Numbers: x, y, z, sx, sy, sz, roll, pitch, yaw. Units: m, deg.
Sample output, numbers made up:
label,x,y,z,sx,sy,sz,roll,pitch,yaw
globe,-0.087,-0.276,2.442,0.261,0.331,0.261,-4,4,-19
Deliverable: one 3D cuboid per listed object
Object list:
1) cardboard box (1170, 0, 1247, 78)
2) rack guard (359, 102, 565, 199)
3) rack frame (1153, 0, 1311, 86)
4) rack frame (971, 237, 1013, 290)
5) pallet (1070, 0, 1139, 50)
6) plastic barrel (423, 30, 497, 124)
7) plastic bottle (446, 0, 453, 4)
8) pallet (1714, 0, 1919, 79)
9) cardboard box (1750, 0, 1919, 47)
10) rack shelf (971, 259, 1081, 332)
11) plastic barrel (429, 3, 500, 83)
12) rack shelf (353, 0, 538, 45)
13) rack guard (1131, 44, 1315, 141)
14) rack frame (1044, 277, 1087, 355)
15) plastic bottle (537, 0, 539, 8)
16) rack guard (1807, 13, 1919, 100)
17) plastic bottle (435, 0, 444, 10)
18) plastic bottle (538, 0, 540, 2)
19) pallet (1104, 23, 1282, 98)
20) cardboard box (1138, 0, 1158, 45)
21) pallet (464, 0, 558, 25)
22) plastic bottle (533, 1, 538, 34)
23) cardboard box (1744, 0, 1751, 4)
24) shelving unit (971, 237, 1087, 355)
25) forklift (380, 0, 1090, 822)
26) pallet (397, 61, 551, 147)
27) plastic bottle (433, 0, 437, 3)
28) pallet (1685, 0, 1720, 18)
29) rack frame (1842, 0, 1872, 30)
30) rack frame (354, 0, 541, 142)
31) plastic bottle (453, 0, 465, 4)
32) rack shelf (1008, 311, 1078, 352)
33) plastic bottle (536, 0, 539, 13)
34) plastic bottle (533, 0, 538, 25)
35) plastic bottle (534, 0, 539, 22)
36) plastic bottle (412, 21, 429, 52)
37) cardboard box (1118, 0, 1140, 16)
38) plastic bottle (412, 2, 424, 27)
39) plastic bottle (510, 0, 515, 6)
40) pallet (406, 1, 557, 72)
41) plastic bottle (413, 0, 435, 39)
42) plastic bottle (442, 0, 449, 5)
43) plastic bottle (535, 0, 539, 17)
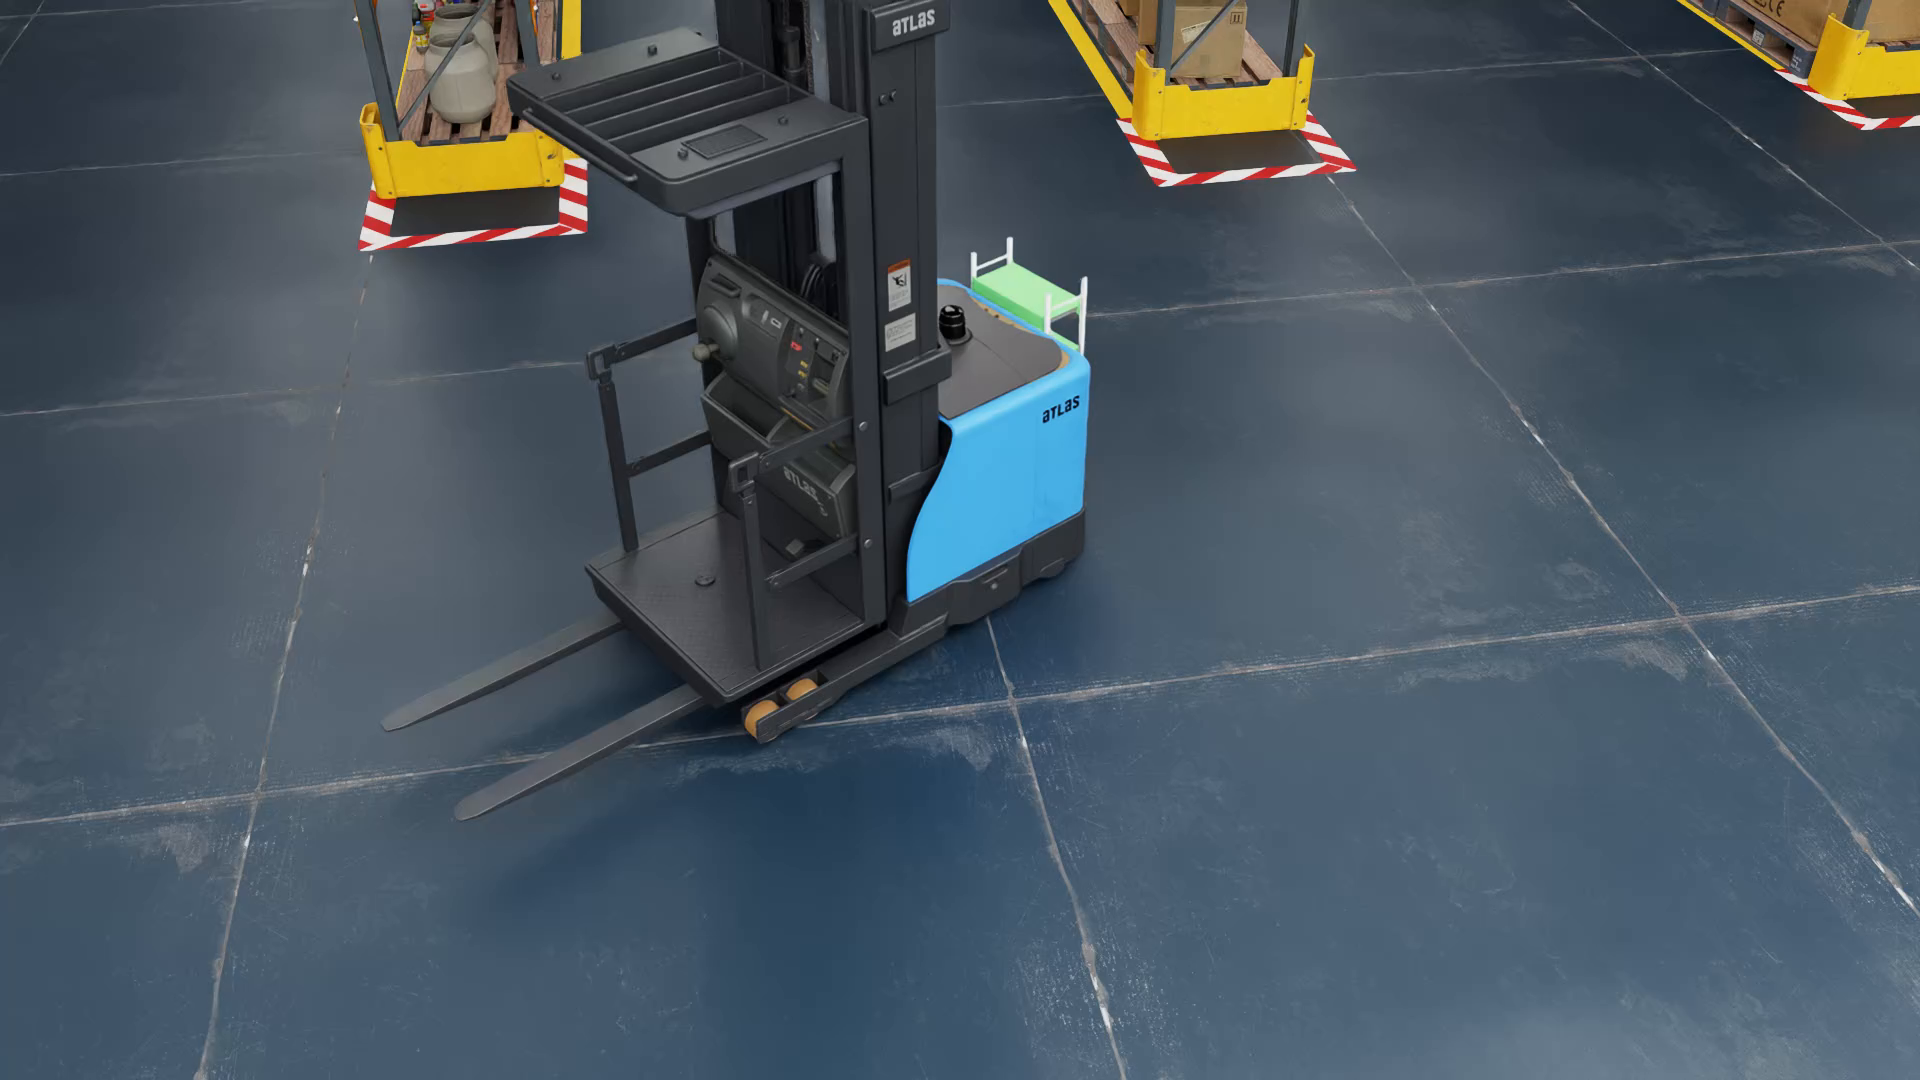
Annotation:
label,x,y,z,sx,sy,sz,roll,pitch,yaw
cardboard box,1.694,-3.552,11.572,0.500,0.500,0.500,0,38,1
rack guard,-3.149,-2.515,10.580,1.175,0.500,0.348,-6,38,-8
rack frame,1.787,-3.994,10.446,1.000,3.000,0.127,-6,38,-8
rack frame,0.144,-0.854,7.871,0.240,1.200,0.015,-28,46,-31
pallet,1.456,-4.169,12.944,1.003,0.211,1.213,-6,38,-8
plastic barrel,-3.280,-3.034,10.896,0.421,0.512,0.421,0,38,0
plastic bottle,-3.806,-3.970,12.338,0.097,0.201,0.097,0,38,0
pallet,6.471,-3.840,12.521,1.003,0.211,1.213,-6,38,-8
cardboard box,6.504,-4.196,12.096,0.875,0.875,0.875,-6,38,-8
rack shelf,0.303,-1.069,7.470,0.258,0.148,0.480,-28,46,-31
plastic barrel,-3.368,-3.337,11.286,0.421,0.512,0.421,0,38,0
rack shelf,-3.440,-4.386,11.536,1.077,0.370,4.000,-6,38,-8
rack guard,1.774,-3.053,11.272,1.175,0.500,0.348,-6,38,-8
rack frame,0.462,-0.627,7.579,0.240,1.200,0.015,-28,46,-31
plastic bottle,-3.231,-4.110,12.518,0.097,0.201,0.097,0,38,0
rack guard,6.692,-3.465,11.803,1.175,0.500,0.348,-6,38,-8
plastic bottle,-3.755,-3.792,12.041,0.061,0.283,0.133,-6,38,-8
plastic bottle,-3.279,-4.208,12.583,0.152,0.276,0.135,-6,38,-7
pallet,1.666,-3.434,11.998,1.003,0.211,1.213,-6,38,-8
cardboard box,1.556,-3.909,12.032,0.500,0.500,0.500,3,38,4
pallet,-3.714,-4.366,13.198,1.003,0.211,1.213,-6,38,-8
plastic bottle,-3.122,-3.830,12.090,0.061,0.283,0.133,-6,38,-7
cardboard box,6.348,-4.727,12.779,0.875,0.875,0.875,-7,38,-9
shelving unit,0.303,-0.740,7.725,0.258,1.200,0.503,-28,46,-31
forklift,-0.887,-0.711,6.276,3.031,2.935,1.130,-27,45,-31
pallet,-3.286,-2.893,11.301,1.003,0.211,1.213,-6,38,-8
plastic bottle,-3.884,-3.861,12.136,0.152,0.276,0.135,-7,38,-9
pallet,6.260,-4.575,13.467,1.003,0.211,1.213,-6,38,-8
rack frame,6.688,-4.467,11.055,1.000,3.000,0.127,-6,38,-8
rack frame,-3.089,-3.462,9.761,1.000,3.000,0.127,-6,38,-8
plastic bottle,-3.808,-4.104,12.449,0.152,0.276,0.135,-6,38,-8
rack shelf,0.303,-0.879,7.617,0.258,0.148,0.480,-28,46,-31
plastic bottle,-3.213,-4.076,12.417,0.097,0.271,0.097,0,38,0
plastic bottle,-3.160,-3.894,12.182,0.097,0.271,0.097,0,38,0
plastic bottle,-3.178,-3.954,12.260,0.097,0.271,0.097,0,38,0
plastic bottle,-3.843,-3.592,11.851,0.097,0.201,0.097,0,38,0
cardboard box,1.465,-4.290,12.522,0.500,0.500,0.500,-3,38,-4
plastic bottle,-3.881,-3.693,11.915,0.061,0.283,0.133,-5,38,-7
plastic bottle,-3.384,-4.199,12.566,0.061,0.283,0.133,-6,38,-8
pallet,-3.496,-3.628,12.248,1.003,0.211,1.213,-6,38,-8
plastic bottle,-3.860,-3.777,12.028,0.152,0.276,0.135,-6,38,-8
plastic bottle,-3.765,-3.856,12.191,0.097,0.201,0.097,0,38,0
plastic bottle,-3.195,-3.986,12.358,0.097,0.201,0.097,0,38,0
